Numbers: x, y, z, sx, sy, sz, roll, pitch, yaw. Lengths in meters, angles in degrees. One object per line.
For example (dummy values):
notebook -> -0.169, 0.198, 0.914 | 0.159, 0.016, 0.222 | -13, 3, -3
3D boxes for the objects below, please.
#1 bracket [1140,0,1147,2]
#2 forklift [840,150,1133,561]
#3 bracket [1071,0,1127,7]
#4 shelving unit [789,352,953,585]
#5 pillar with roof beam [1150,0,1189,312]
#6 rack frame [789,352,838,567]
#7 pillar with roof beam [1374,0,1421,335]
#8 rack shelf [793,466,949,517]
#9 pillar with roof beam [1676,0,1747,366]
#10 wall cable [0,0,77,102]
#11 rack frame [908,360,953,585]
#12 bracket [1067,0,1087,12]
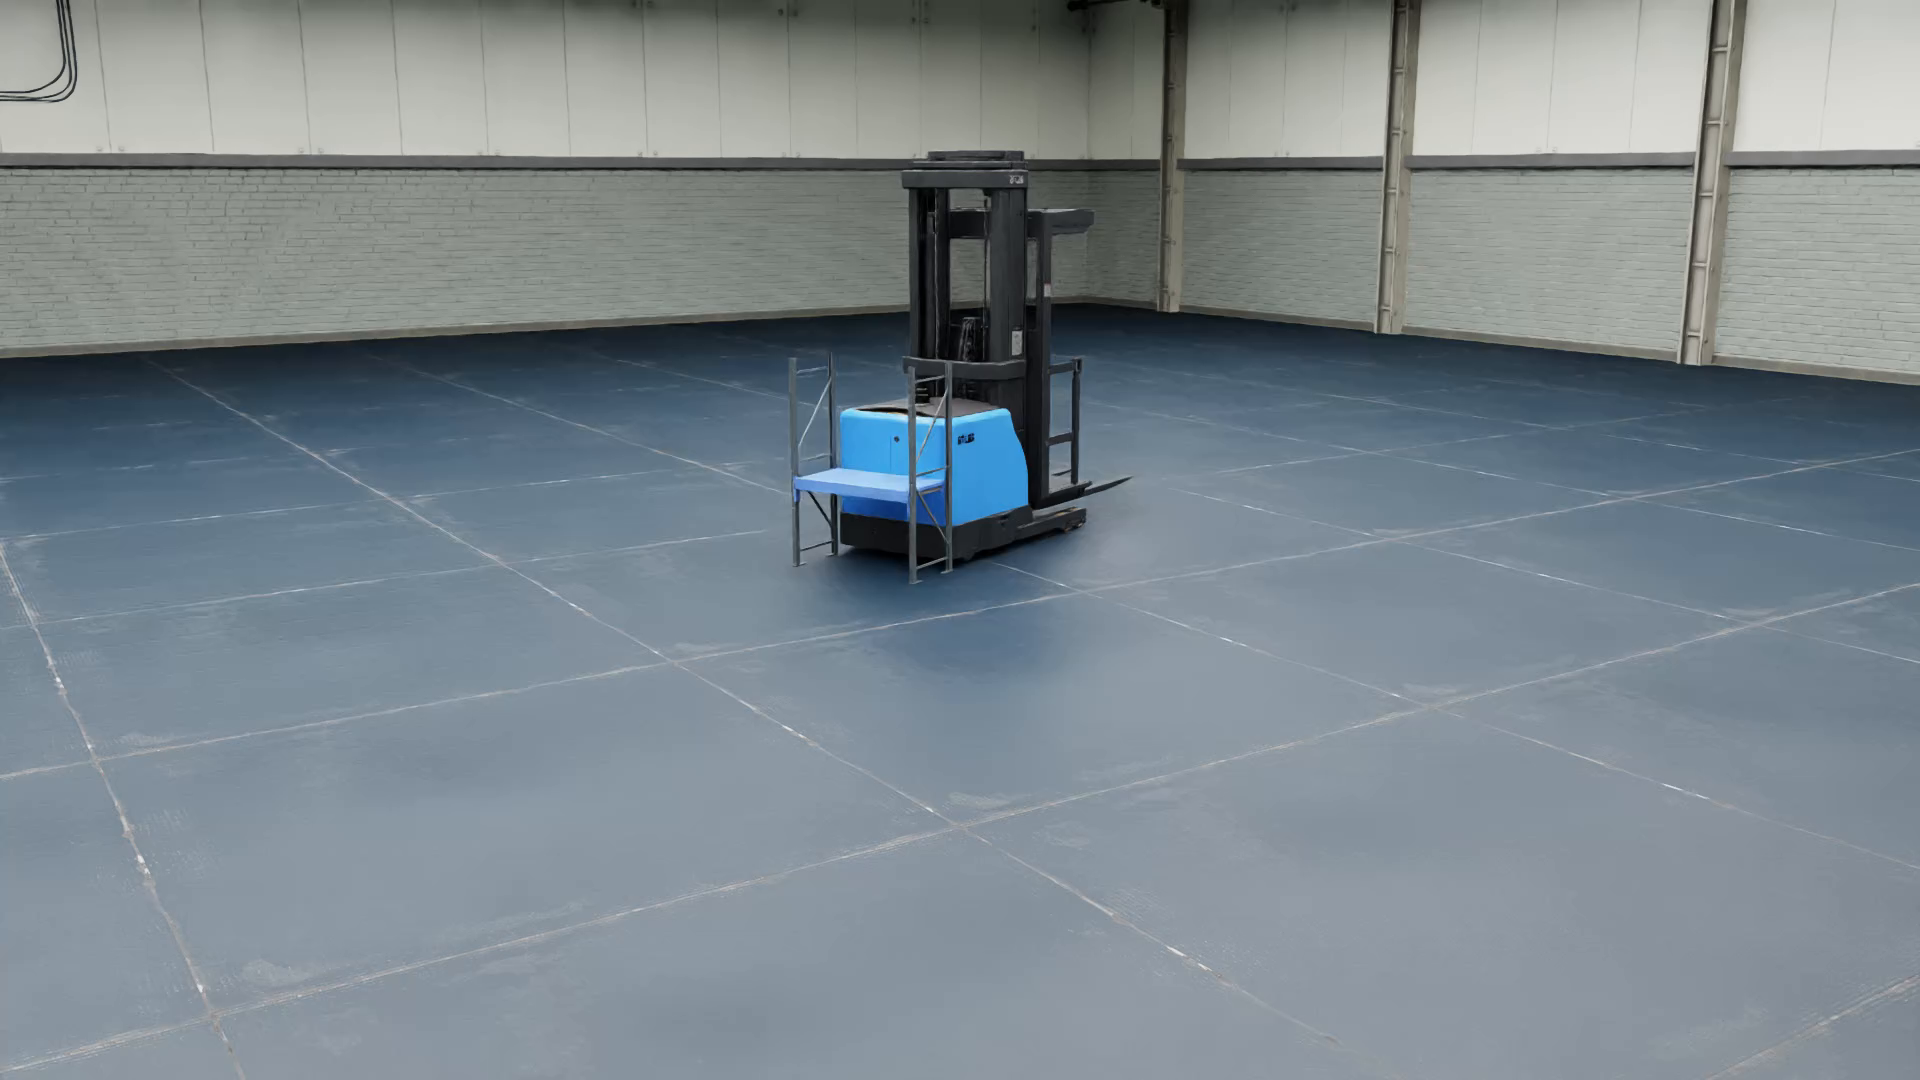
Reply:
bracket -> 3.815, -10.950, 33.445 | 0.235, 0.232, 0.430 | -8, 15, -33
forklift -> 0.355, -1.542, 13.050 | 1.130, 2.935, 3.031 | 8, 15, 34
bracket -> 2.829, -11.266, 34.892 | 0.076, 0.066, 3.189 | -8, 15, -33
shelving unit -> -0.629, -0.528, 11.764 | 1.048, 1.500, 0.538 | 8, 15, 32
pillar with roof beam -> 0.757, -8.650, 31.354 | 9.100, 9.000, 0.548 | -8, 15, -33
rack frame -> -1.056, -0.586, 12.032 | 0.032, 1.500, 0.500 | 8, 15, 32
pillar with roof beam -> 4.081, -7.583, 26.474 | 9.100, 9.000, 0.400 | -8, 15, -33
rack shelf -> -0.629, -0.352, 11.802 | 1.000, 0.185, 0.538 | 8, 15, 32
pillar with roof beam -> 7.405, -6.516, 21.595 | 9.100, 9.000, 0.400 | -8, 15, -33
wall cable -> -14.502, -8.894, 24.508 | 2.305, 6.003, 0.169 | -8, 15, -33
rack frame -> -0.201, -0.469, 11.495 | 0.032, 1.500, 0.500 | 8, 15, 32
bracket -> 2.502, -11.372, 35.372 | 0.235, 0.232, 0.430 | -8, 15, -33
